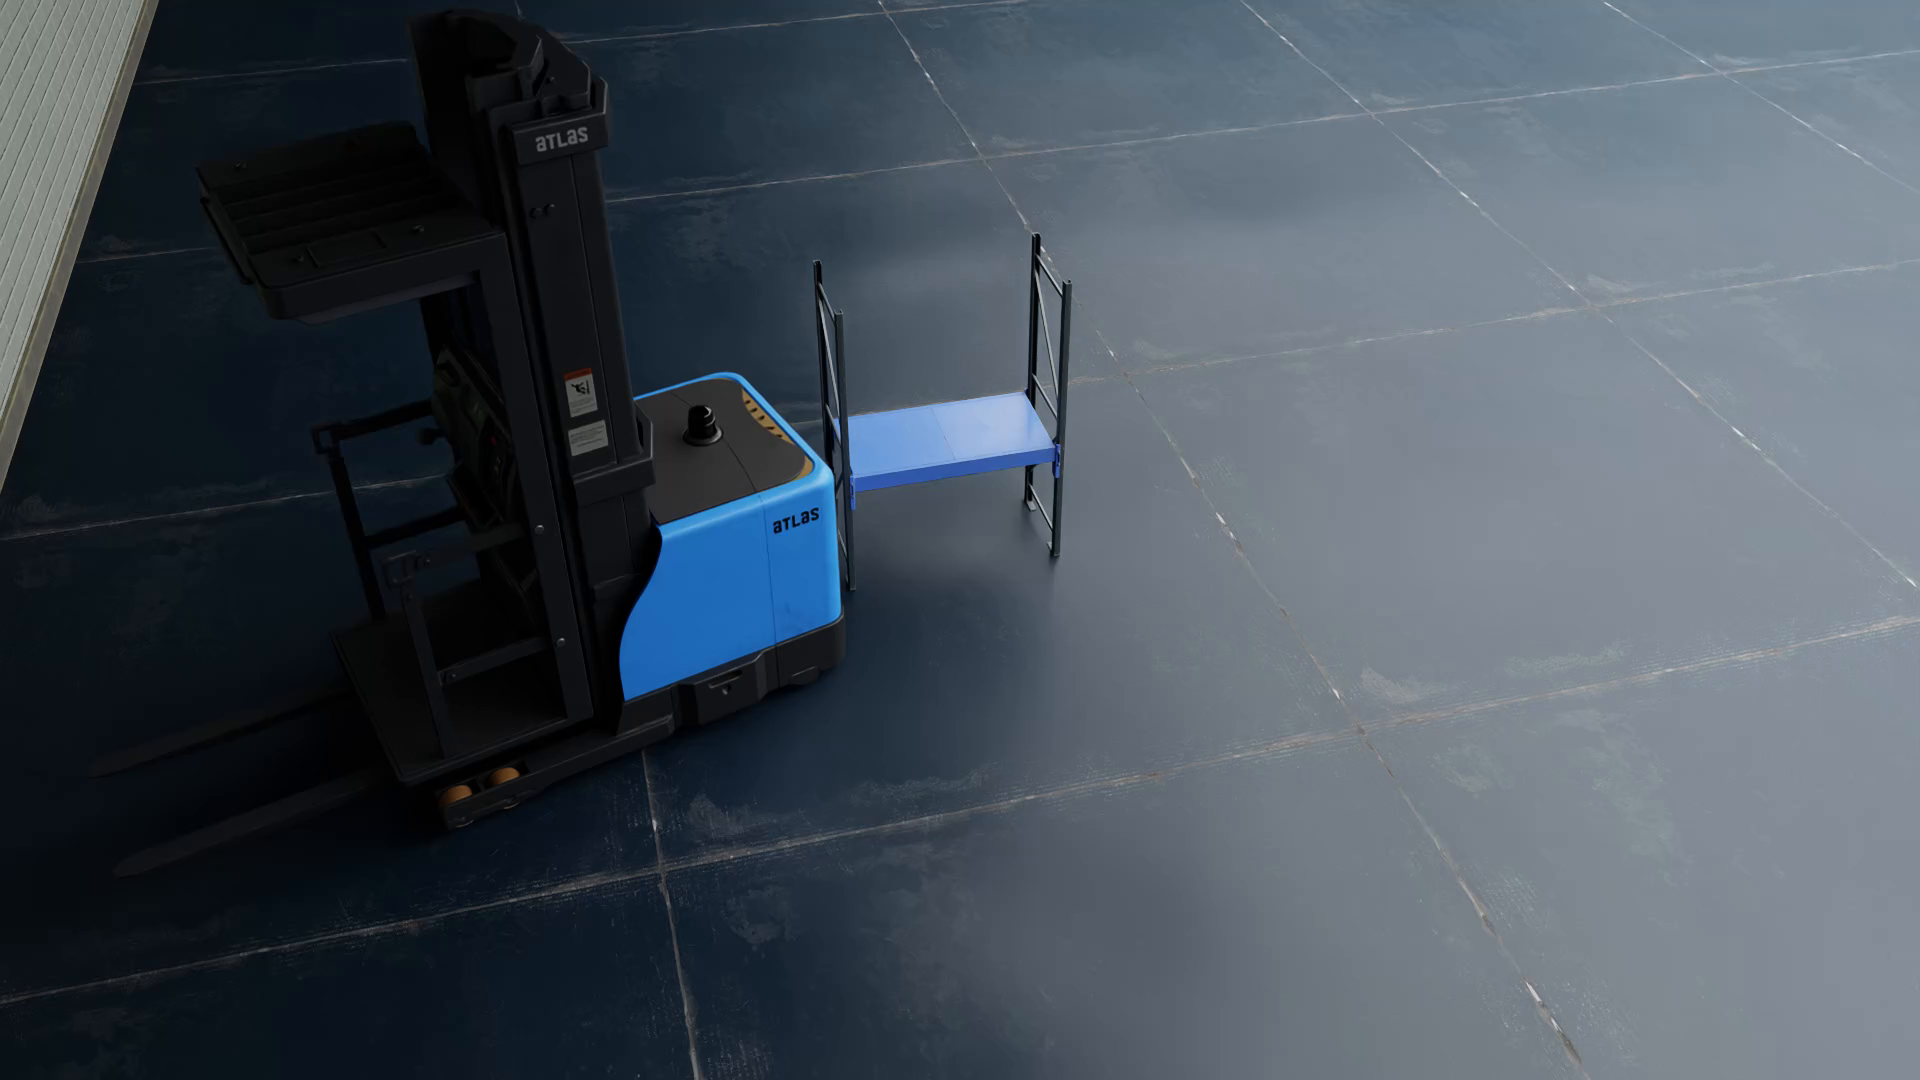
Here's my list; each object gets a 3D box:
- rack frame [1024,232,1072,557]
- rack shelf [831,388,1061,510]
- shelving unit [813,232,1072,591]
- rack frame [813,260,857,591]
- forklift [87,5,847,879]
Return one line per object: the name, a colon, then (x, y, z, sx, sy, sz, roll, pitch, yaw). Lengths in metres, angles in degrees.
rack frame: (0.408, -0.663, 7.861, 0.032, 1.500, 0.500, -9, 38, -12)
rack shelf: (-0.082, -0.439, 7.865, 1.000, 0.185, 0.538, -9, 38, -12)
shelving unit: (-0.082, -0.582, 7.756, 1.048, 1.500, 0.538, -9, 38, -12)
rack frame: (-0.573, -0.502, 7.651, 0.032, 1.500, 0.500, -9, 38, -12)
forklift: (-2.034, -0.374, 6.306, 3.031, 2.935, 1.130, -20, 42, -24)
